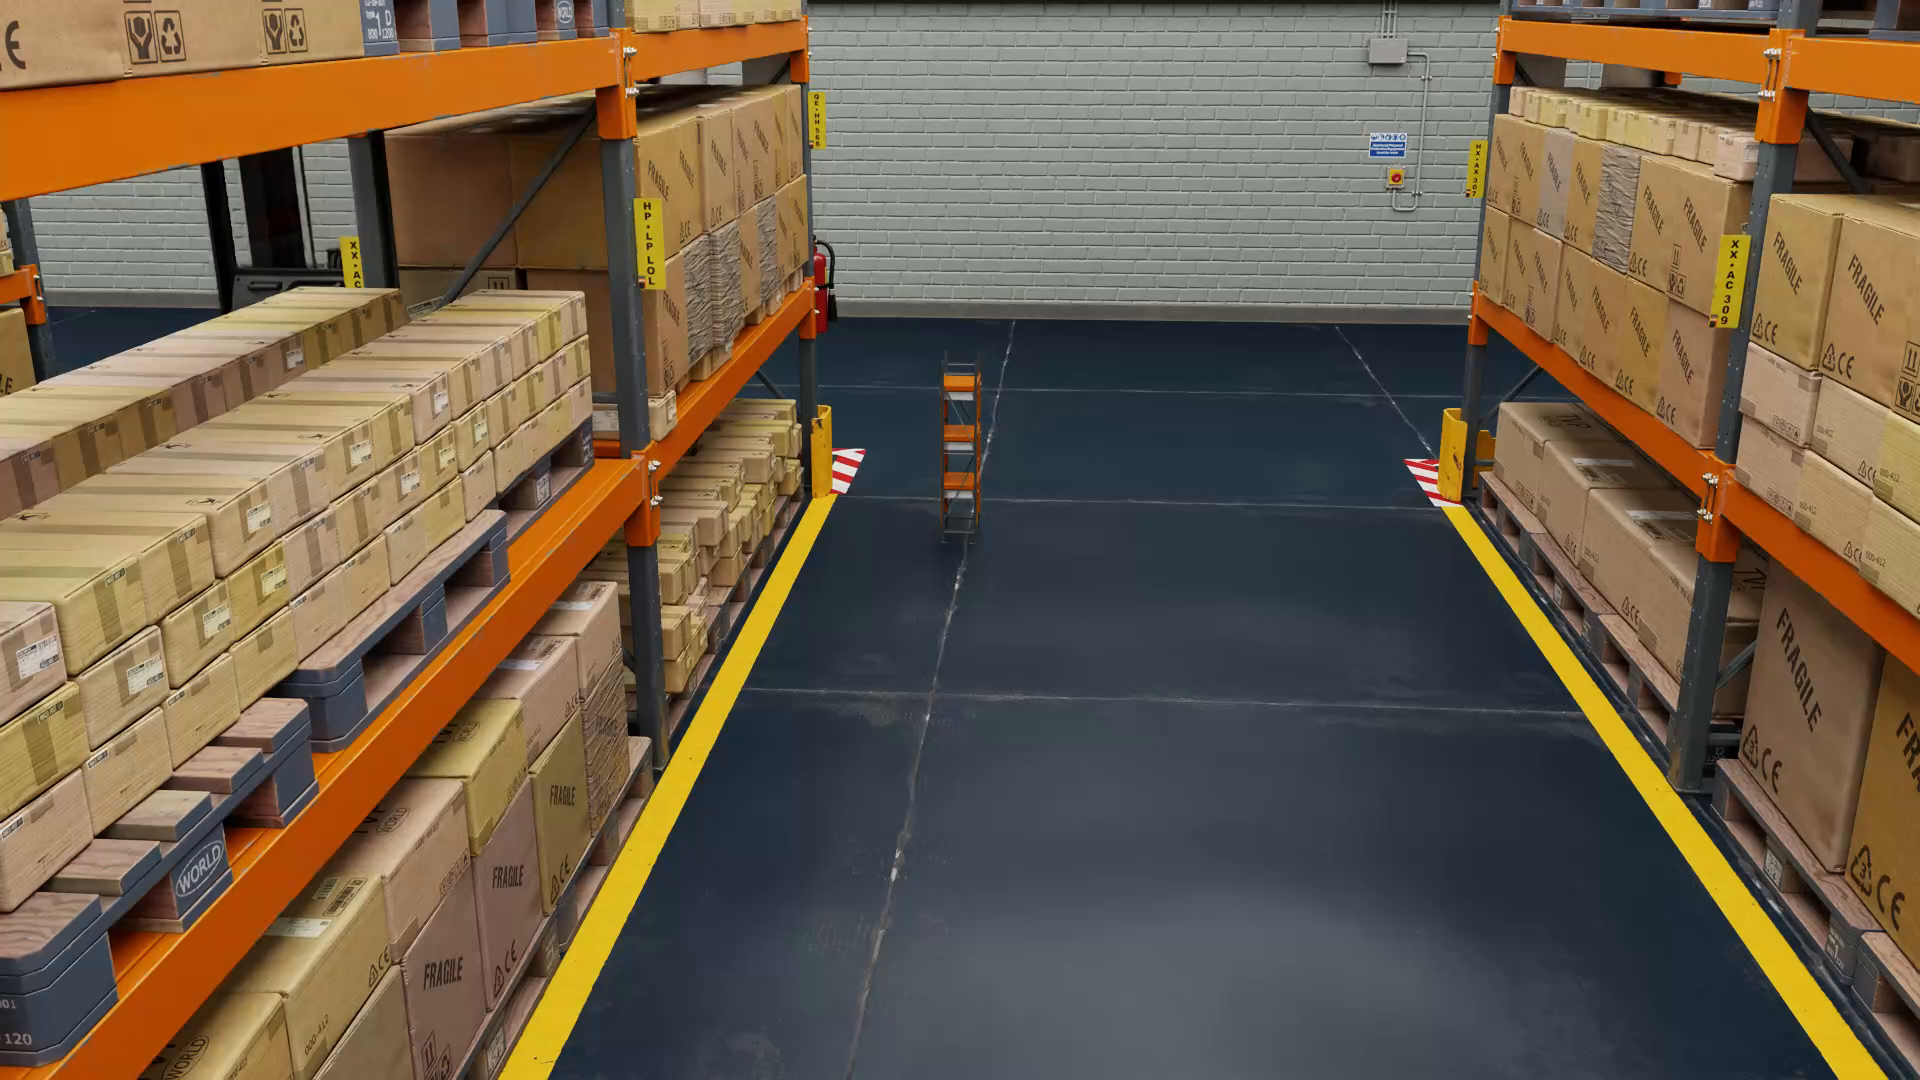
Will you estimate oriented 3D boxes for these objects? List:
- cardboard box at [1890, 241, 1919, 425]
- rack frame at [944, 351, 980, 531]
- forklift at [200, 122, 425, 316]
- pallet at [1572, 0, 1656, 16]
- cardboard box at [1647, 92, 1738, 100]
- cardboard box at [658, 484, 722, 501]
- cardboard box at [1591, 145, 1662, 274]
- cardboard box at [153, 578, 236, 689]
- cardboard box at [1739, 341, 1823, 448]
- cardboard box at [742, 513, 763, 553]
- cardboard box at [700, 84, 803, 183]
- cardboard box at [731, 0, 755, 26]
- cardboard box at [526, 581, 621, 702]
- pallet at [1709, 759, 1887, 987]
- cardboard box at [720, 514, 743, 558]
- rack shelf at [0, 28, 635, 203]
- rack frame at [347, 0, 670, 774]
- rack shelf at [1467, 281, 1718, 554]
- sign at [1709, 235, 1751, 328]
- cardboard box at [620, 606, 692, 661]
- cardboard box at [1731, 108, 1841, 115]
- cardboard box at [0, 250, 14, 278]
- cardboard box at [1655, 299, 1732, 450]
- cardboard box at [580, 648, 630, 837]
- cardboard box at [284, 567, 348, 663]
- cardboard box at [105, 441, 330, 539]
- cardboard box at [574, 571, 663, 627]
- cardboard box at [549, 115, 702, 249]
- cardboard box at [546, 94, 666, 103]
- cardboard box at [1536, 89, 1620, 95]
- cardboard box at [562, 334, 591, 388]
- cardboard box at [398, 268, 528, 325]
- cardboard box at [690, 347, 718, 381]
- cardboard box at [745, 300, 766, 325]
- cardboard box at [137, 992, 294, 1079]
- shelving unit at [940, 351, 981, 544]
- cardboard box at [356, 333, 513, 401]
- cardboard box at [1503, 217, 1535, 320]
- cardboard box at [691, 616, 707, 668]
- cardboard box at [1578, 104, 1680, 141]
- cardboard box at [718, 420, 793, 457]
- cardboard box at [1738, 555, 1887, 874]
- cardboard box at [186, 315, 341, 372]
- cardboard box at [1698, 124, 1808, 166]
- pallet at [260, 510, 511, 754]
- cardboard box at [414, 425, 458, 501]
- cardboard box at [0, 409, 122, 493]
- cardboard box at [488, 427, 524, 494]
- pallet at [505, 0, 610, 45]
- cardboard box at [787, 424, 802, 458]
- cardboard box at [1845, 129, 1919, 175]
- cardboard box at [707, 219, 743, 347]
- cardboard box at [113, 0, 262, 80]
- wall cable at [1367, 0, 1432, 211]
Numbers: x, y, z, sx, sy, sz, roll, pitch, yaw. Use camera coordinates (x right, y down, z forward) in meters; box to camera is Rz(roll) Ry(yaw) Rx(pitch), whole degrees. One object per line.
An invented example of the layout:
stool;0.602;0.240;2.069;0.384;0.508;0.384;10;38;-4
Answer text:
cardboard box;2.905;-0.529;4.453;0.500;0.500;0.500;1;18;3
rack frame;0.013;-0.553;9.426;0.200;1.050;0.008;1;18;4
forklift;-3.221;-1.131;8.167;1.130;2.935;3.031;2;18;5
pallet;3.430;-2.466;7.456;1.003;0.211;1.213;1;18;4
cardboard box;3.803;-2.247;8.654;0.380;0.149;0.250;1;18;3
cardboard box;-1.362;-0.169;8.069;0.380;0.149;0.250;1;18;2
cardboard box;3.101;-1.442;7.240;0.500;0.500;0.500;2;18;5
cardboard box;-1.692;0.178;3.314;0.380;0.149;0.250;1;18;2
cardboard box;2.958;-0.487;5.529;0.500;0.250;0.500;1;18;2
cardboard box;-1.239;-0.045;8.646;0.380;0.149;0.250;2;18;5
cardboard box;-1.172;-2.288;9.346;0.500;0.500;0.500;1;18;3
cardboard box;-1.252;-2.501;7.663;0.500;0.250;0.500;2;18;6
cardboard box;-1.475;0.339;5.707;0.500;0.250;0.500;1;18;2
pallet;3.291;1.116;5.679;1.003;0.211;1.213;1;18;4
cardboard box;-1.272;-0.024;8.106;0.380;0.149;0.250;1;18;3
rack shelf;-1.817;-0.992;3.972;1.077;0.370;4.000;1;18;4
rack frame;-1.674;-0.530;6.223;1.000;3.000;0.127;1;18;4
rack shelf;3.414;-0.730;7.989;1.077;0.370;4.000;1;18;4
sign;2.717;-0.912;5.870;0.100;0.325;0.005;1;18;4
cardboard box;-1.329;0.379;6.877;0.380;0.149;0.250;2;18;6
cardboard box;3.680;-1.846;7.433;0.380;0.149;0.250;1;18;4
cardboard box;-6.024;-1.677;10.127;0.380;0.149;0.250;2;18;5
cardboard box;3.049;-0.648;6.423;0.500;0.500;0.500;1;18;4
cardboard box;-1.475;0.694;5.828;0.500;0.500;0.500;1;18;3
cardboard box;-1.654;0.164;3.834;0.380;0.149;0.250;2;18;6
cardboard box;-1.658;-0.116;3.732;0.380;0.149;0.250;2;18;6
cardboard box;-1.442;0.240;6.821;0.380;0.149;0.250;2;18;6
cardboard box;-1.376;-1.490;6.909;0.500;0.500;0.500;1;18;2
cardboard box;-1.773;-1.985;8.419;0.500;0.500;0.500;1;18;3
cardboard box;3.308;-2.337;8.929;0.380;0.149;0.250;2;18;5
cardboard box;-1.505;-0.623;5.760;0.380;0.149;0.250;2;18;6
cardboard box;-1.921;-0.875;6.638;0.500;0.500;0.500;1;18;4
cardboard box;-1.307;-0.818;7.506;0.380;0.149;0.250;2;18;5
cardboard box;-1.230;-1.230;8.762;0.380;0.149;0.250;0;18;1
cardboard box;-1.670;1.136;3.276;0.500;0.250;0.500;0;18;1
shelving unit;0.004;-0.516;9.310;0.215;1.050;0.252;1;18;4
cardboard box;-1.565;-0.518;4.962;0.380;0.149;0.250;1;18;4
cardboard box;3.228;-1.440;8.840;0.500;0.500;0.500;1;18;3
cardboard box;-1.308;0.437;7.177;0.380;0.149;0.250;2;18;6
cardboard box;3.103;-1.939;7.716;0.380;0.149;0.250;1;18;3
cardboard box;-1.139;-0.570;9.293;0.380;0.149;0.250;1;18;3
cardboard box;3.306;0.554;5.654;0.875;0.875;0.875;2;18;6
cardboard box;-2.196;-0.614;5.254;0.380;0.149;0.250;1;18;4
cardboard box;3.130;-1.541;6.501;0.380;0.149;0.250;1;18;4
pallet;-1.859;0.188;4.340;1.003;0.211;1.213;1;18;4
cardboard box;-1.596;-0.214;4.510;0.380;0.149;0.250;1;18;4
cardboard box;-2.288;-0.214;4.034;0.380;0.149;0.250;2;18;7
cardboard box;-1.561;-0.246;5.087;0.380;0.149;0.250;0;18;1
pallet;-1.824;-1.677;5.207;1.213;0.211;1.003;1;18;4
cardboard box;-1.140;-0.588;9.827;0.380;0.149;0.250;1;18;2
cardboard box;3.555;-1.454;6.234;0.380;0.149;0.250;2;18;5
cardboard box;-1.286;-1.176;7.558;0.500;0.500;0.500;1;18;3
cardboard box;-1.625;-1.087;2.946;0.500;0.500;0.500;1;18;4
wall cable;3.939;-3.943;14.956;0.585;1.953;0.123;1;18;4
